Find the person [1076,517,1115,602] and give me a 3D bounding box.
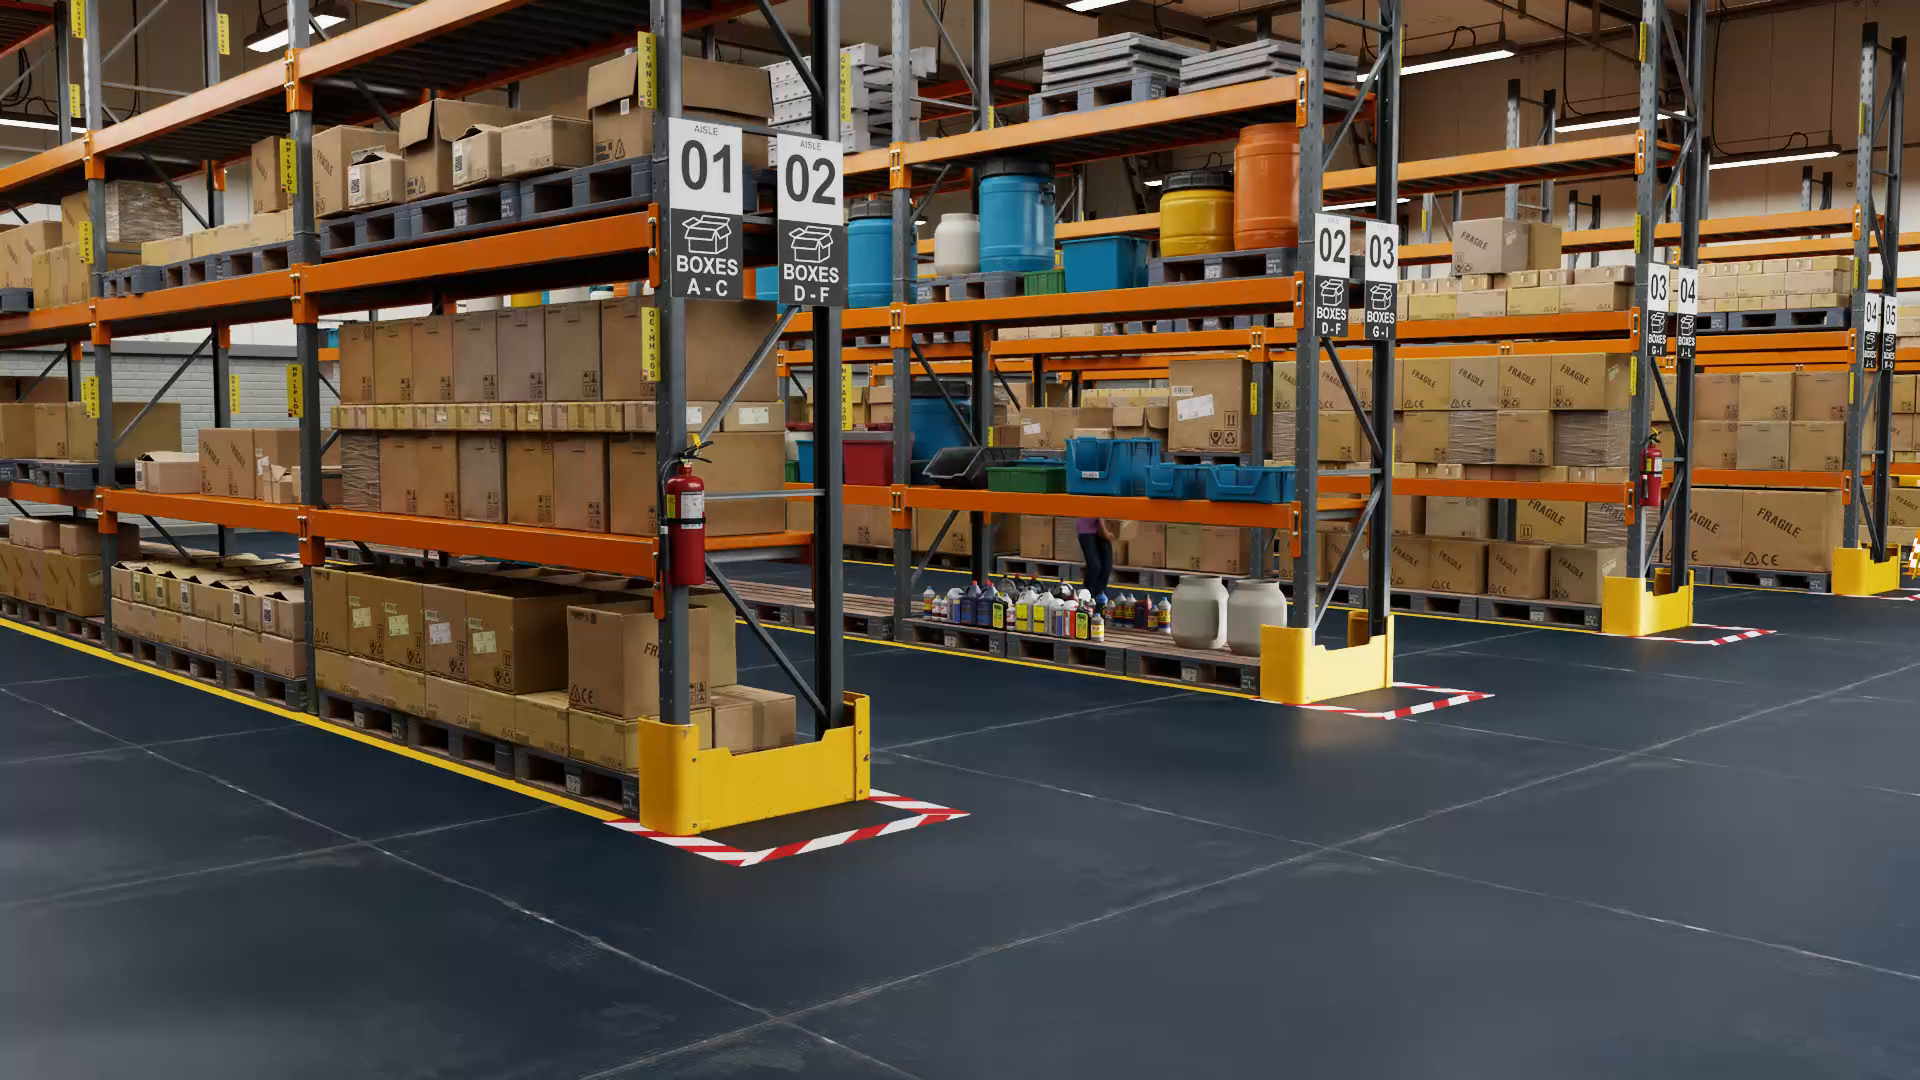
[{"bbox_3d":[1.330,-0.044,15.500,0.373,1.586,0.518,-4,6,-45],"label":"person"}]
